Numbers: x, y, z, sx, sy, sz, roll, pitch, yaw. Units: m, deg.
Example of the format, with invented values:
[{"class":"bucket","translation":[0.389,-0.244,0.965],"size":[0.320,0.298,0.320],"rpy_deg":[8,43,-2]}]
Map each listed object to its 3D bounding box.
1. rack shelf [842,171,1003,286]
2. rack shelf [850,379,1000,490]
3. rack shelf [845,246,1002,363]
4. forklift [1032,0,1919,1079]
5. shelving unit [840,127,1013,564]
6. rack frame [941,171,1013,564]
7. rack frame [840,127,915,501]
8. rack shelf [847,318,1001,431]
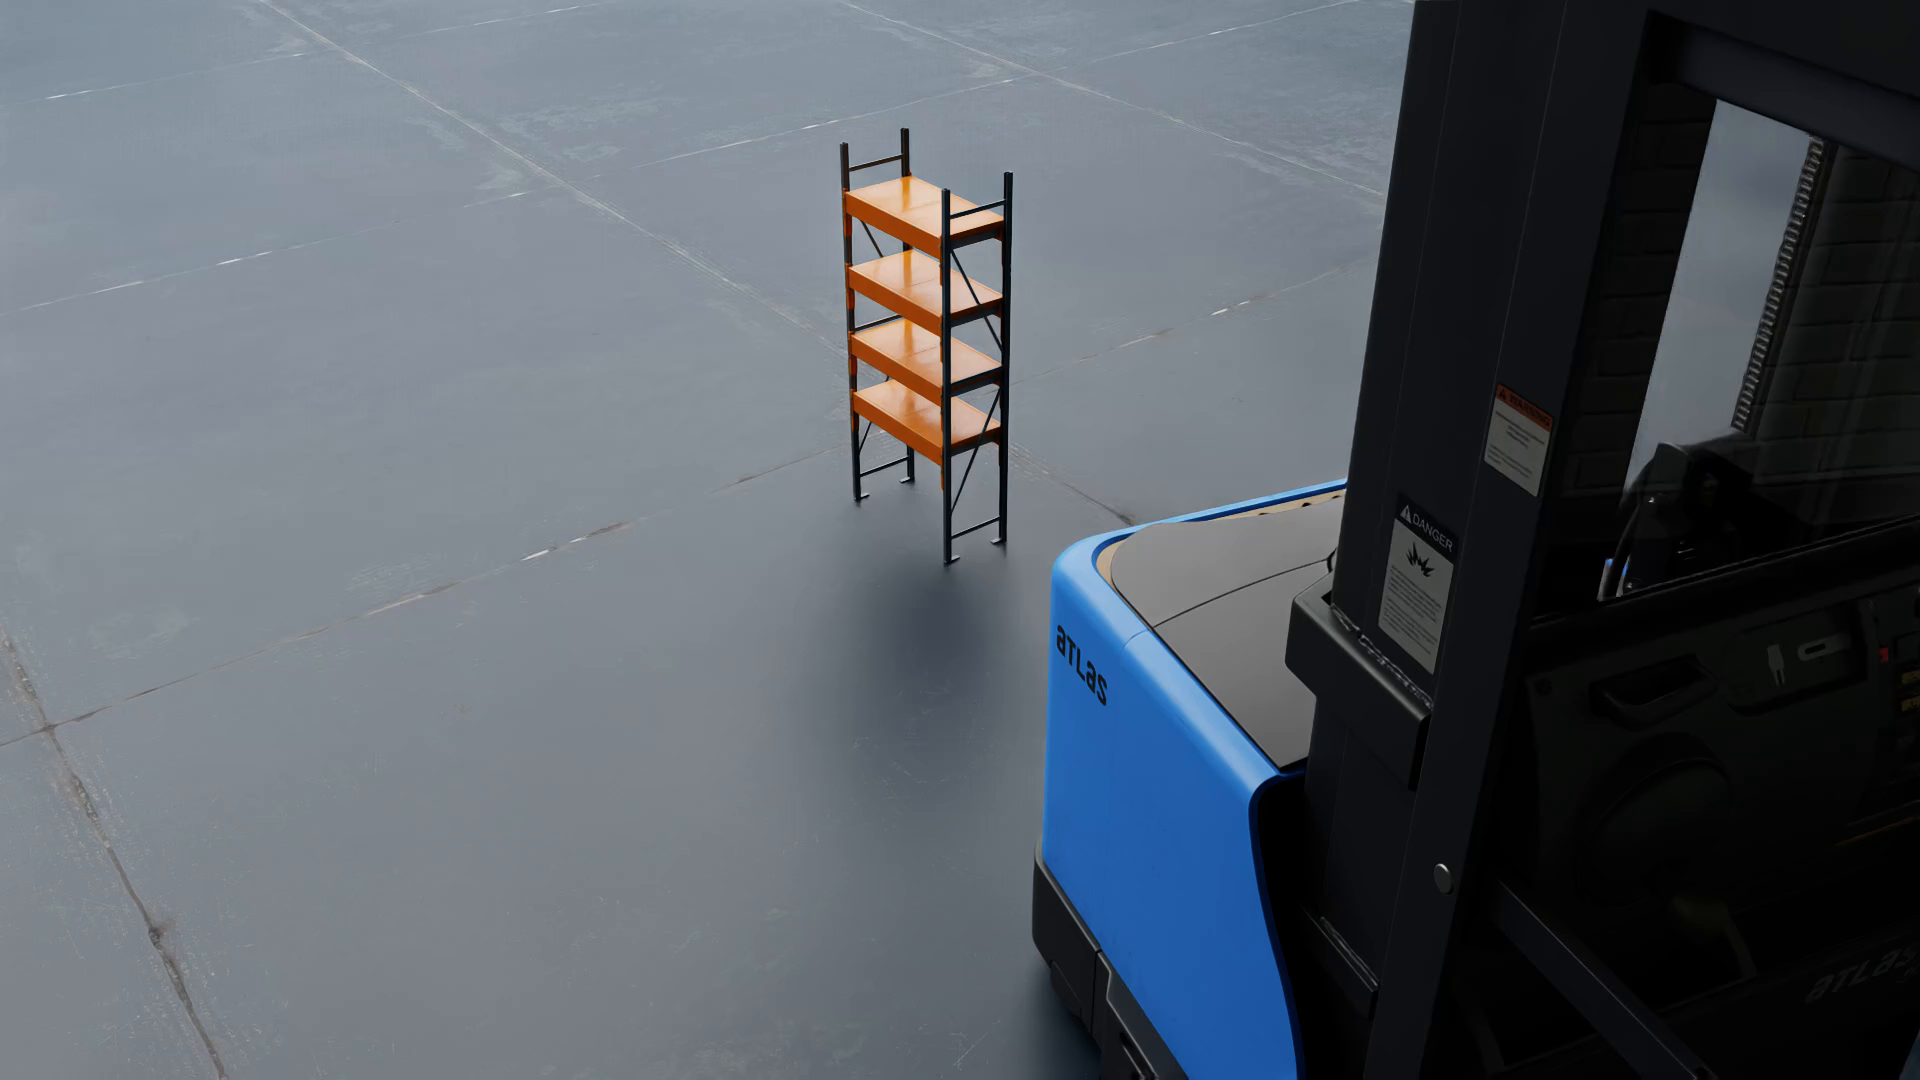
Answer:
[{"class":"rack shelf","translation":[-0.101,-0.912,4.837],"size":[0.258,0.148,0.480],"rpy_deg":[-22,38,-31]},{"class":"rack shelf","translation":[-0.101,-0.353,5.185],"size":[0.258,0.148,0.480],"rpy_deg":[-22,38,-31]},{"class":"rack shelf","translation":[-0.101,-0.712,4.962],"size":[0.258,0.148,0.480],"rpy_deg":[-22,38,-31]},{"class":"forklift","translation":[1.198,0.290,2.004],"size":[1.130,2.935,3.031],"rpy_deg":[-13,34,-19]},{"class":"shelving unit","translation":[-0.101,-0.579,5.045],"size":[0.258,1.200,0.503],"rpy_deg":[-22,38,-31]},{"class":"rack frame","translation":[0.048,-0.477,4.881],"size":[0.240,1.200,0.015],"rpy_deg":[-22,38,-31]},{"class":"rack frame","translation":[-0.251,-0.680,5.208],"size":[0.240,1.200,0.015],"rpy_deg":[-22,38,-31]},{"class":"rack shelf","translation":[-0.101,-0.522,5.080],"size":[0.258,0.148,0.480],"rpy_deg":[-22,38,-31]}]
